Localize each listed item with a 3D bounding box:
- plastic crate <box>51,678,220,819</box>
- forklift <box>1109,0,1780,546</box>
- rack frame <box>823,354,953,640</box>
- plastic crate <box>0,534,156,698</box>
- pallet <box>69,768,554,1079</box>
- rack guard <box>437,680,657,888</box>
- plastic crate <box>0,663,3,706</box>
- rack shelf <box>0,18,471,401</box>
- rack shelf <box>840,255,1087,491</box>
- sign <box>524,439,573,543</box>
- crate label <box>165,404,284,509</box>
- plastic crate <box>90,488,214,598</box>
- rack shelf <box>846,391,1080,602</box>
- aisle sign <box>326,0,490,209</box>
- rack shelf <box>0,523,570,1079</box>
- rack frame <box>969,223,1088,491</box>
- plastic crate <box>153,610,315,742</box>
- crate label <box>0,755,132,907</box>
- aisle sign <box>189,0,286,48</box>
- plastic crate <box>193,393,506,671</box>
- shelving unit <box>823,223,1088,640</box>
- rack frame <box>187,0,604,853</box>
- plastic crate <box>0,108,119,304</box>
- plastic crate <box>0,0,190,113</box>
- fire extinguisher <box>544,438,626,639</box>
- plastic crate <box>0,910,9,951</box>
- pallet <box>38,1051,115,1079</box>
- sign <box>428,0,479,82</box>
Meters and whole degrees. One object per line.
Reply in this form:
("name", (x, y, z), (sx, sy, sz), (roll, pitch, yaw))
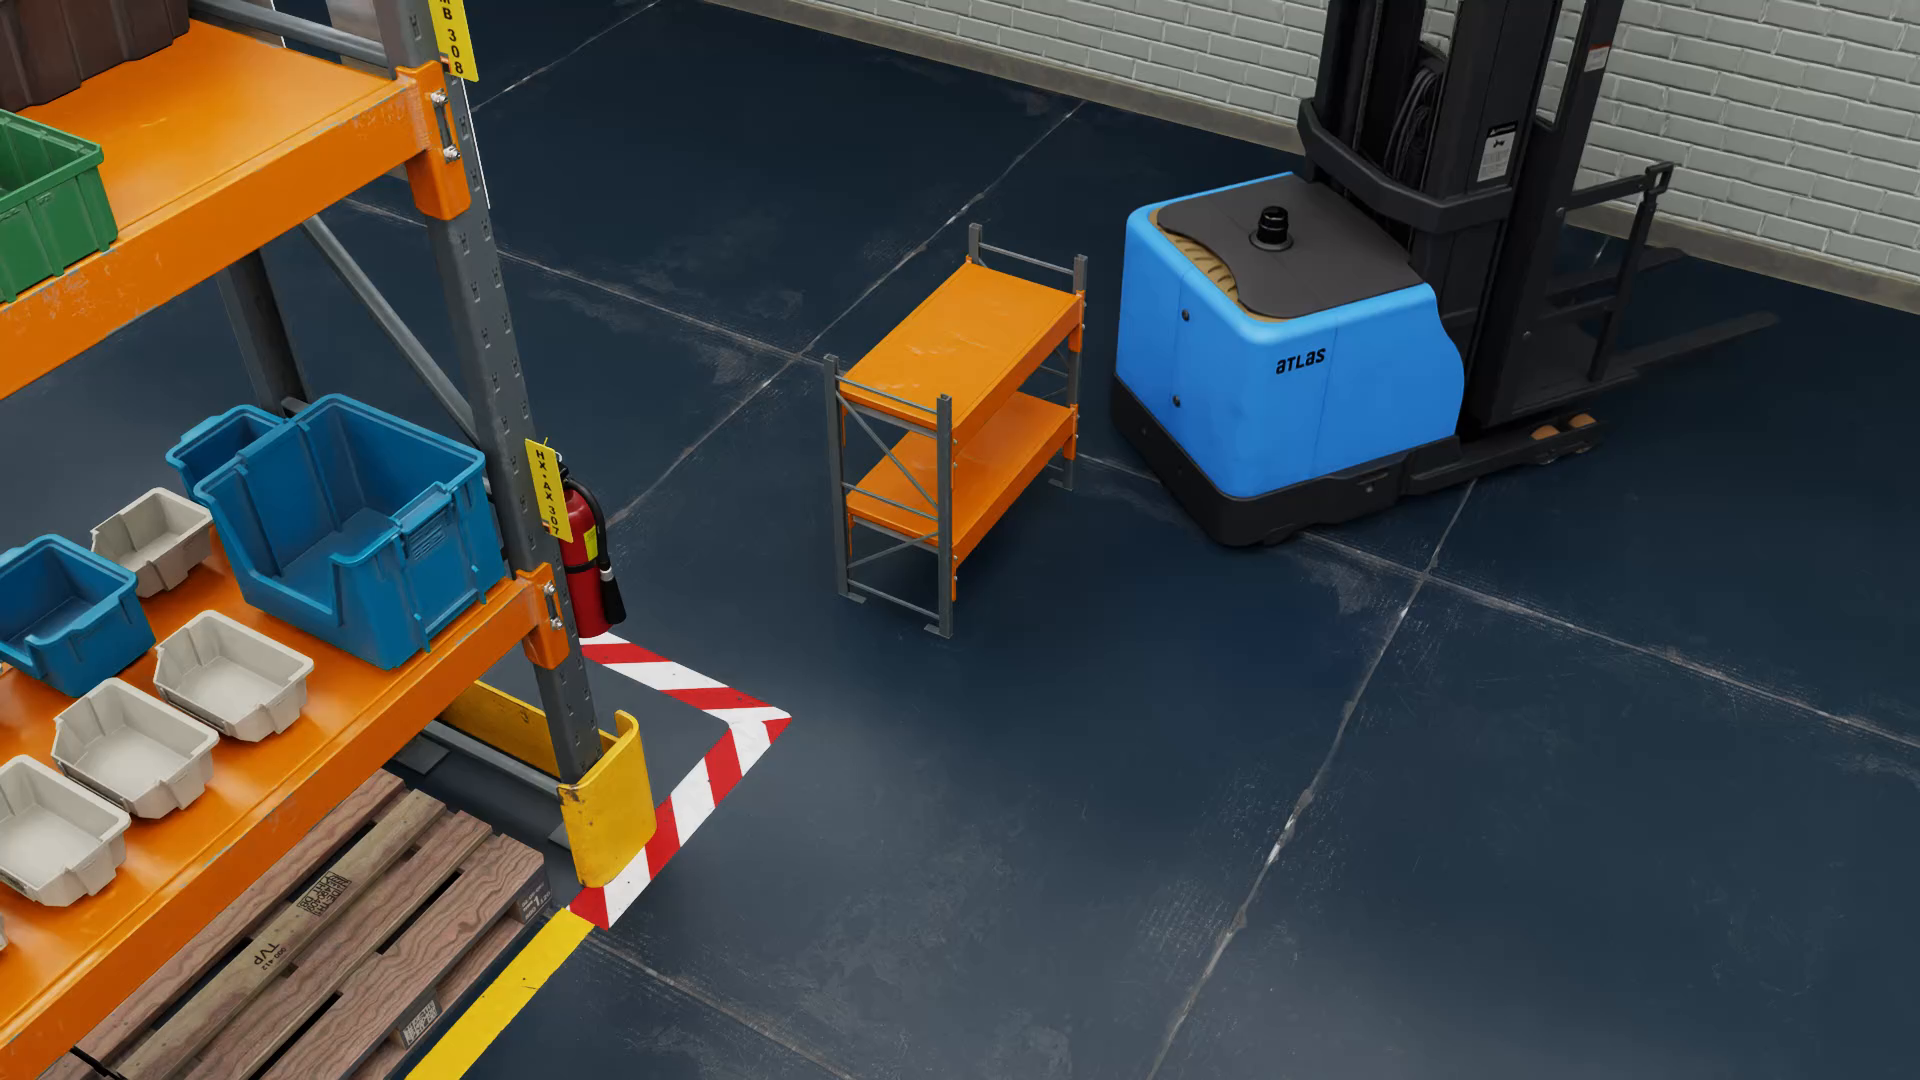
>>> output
("plastic crate", (-2.006, 0.522, 4.041), (0.396, 0.136, 0.243), (21, 45, 22))
("forklift", (2.212, -1.725, 6.491), (3.031, 2.935, 1.130), (-17, 44, -18))
("rack frame", (-0.251, -0.135, 6.052), (0.500, 1.125, 0.032), (21, 45, 22))
("plastic crate", (-2.335, 0.208, 4.326), (0.416, 0.233, 0.300), (21, 45, 22))
("pallet", (-2.043, 1.264, 5.155), (1.003, 0.211, 1.213), (21, 45, 22))
("rack guard", (-1.596, 0.678, 5.601), (1.175, 0.500, 0.348), (21, 45, 22))
("plastic crate", (-2.577, 0.411, 4.167), (0.250, 0.136, 0.298), (21, 45, 22))
("rack shelf", (-2.598, 0.047, 2.702), (1.077, 0.370, 4.000), (21, 45, 22))
("rack shelf", (0.003, -0.646, 6.189), (0.538, 0.278, 1.000), (21, 45, 22))
("sign", (-1.113, -0.130, 4.505), (0.100, 0.325, 0.005), (21, 45, 22))
("crate label", (-2.006, -0.169, 4.754), (0.416, 0.233, 0.303), (21, 45, 22))
("plastic crate", (-2.238, 0.023, 4.608), (0.250, 0.136, 0.298), (21, 45, 22))
("rack shelf", (0.003, -0.243, 6.544), (0.538, 0.278, 1.000), (21, 45, 22))
("aisle sign", (-1.307, -1.162, 3.832), (0.394, 0.787, 0.004), (21, 45, 22))
("rack shelf", (-2.598, 1.173, 3.693), (1.077, 0.370, 4.000), (21, 45, 22))
("rack frame", (0.258, -0.717, 6.713), (0.500, 1.125, 0.032), (21, 45, 22))
("plastic crate", (-1.848, 0.361, 4.224), (0.396, 0.136, 0.243), (21, 45, 22))
("crate label", (-2.124, 0.690, 3.851), (0.396, 0.136, 0.243), (21, 45, 22))
("aisle sign", (-1.818, -1.357, 4.054), (0.394, 0.787, 0.004), (21, 45, 22))
("plastic crate", (-1.603, -0.024, 4.436), (0.616, 0.435, 0.499), (21, 45, 22))
("shelving unit", (0.003, -0.426, 6.383), (0.538, 1.125, 1.048), (21, 45, 22))
("rack frame", (-1.597, -0.242, 4.755), (1.000, 3.000, 0.127), (21, 45, 22))
("plastic crate", (-1.843, -0.629, 3.085), (0.450, 0.188, 0.336), (21, 45, 22))
("plastic crate", (-2.031, -1.190, 3.661), (0.497, 0.269, 0.590), (21, 45, 22))
("fire extinguisher", (-1.128, -0.009, 4.831), (0.296, 0.674, 0.183), (21, 45, 22))
("plastic crate", (-2.256, 0.865, 3.652), (0.298, 0.136, 0.250), (21, 45, 22))
("pallet", (-2.655, 1.959, 4.366), (1.003, 0.211, 1.213), (21, 45, 22))
("sign", (-1.113, -1.156, 3.602), (0.100, 0.325, 0.005), (21, 45, 22))
